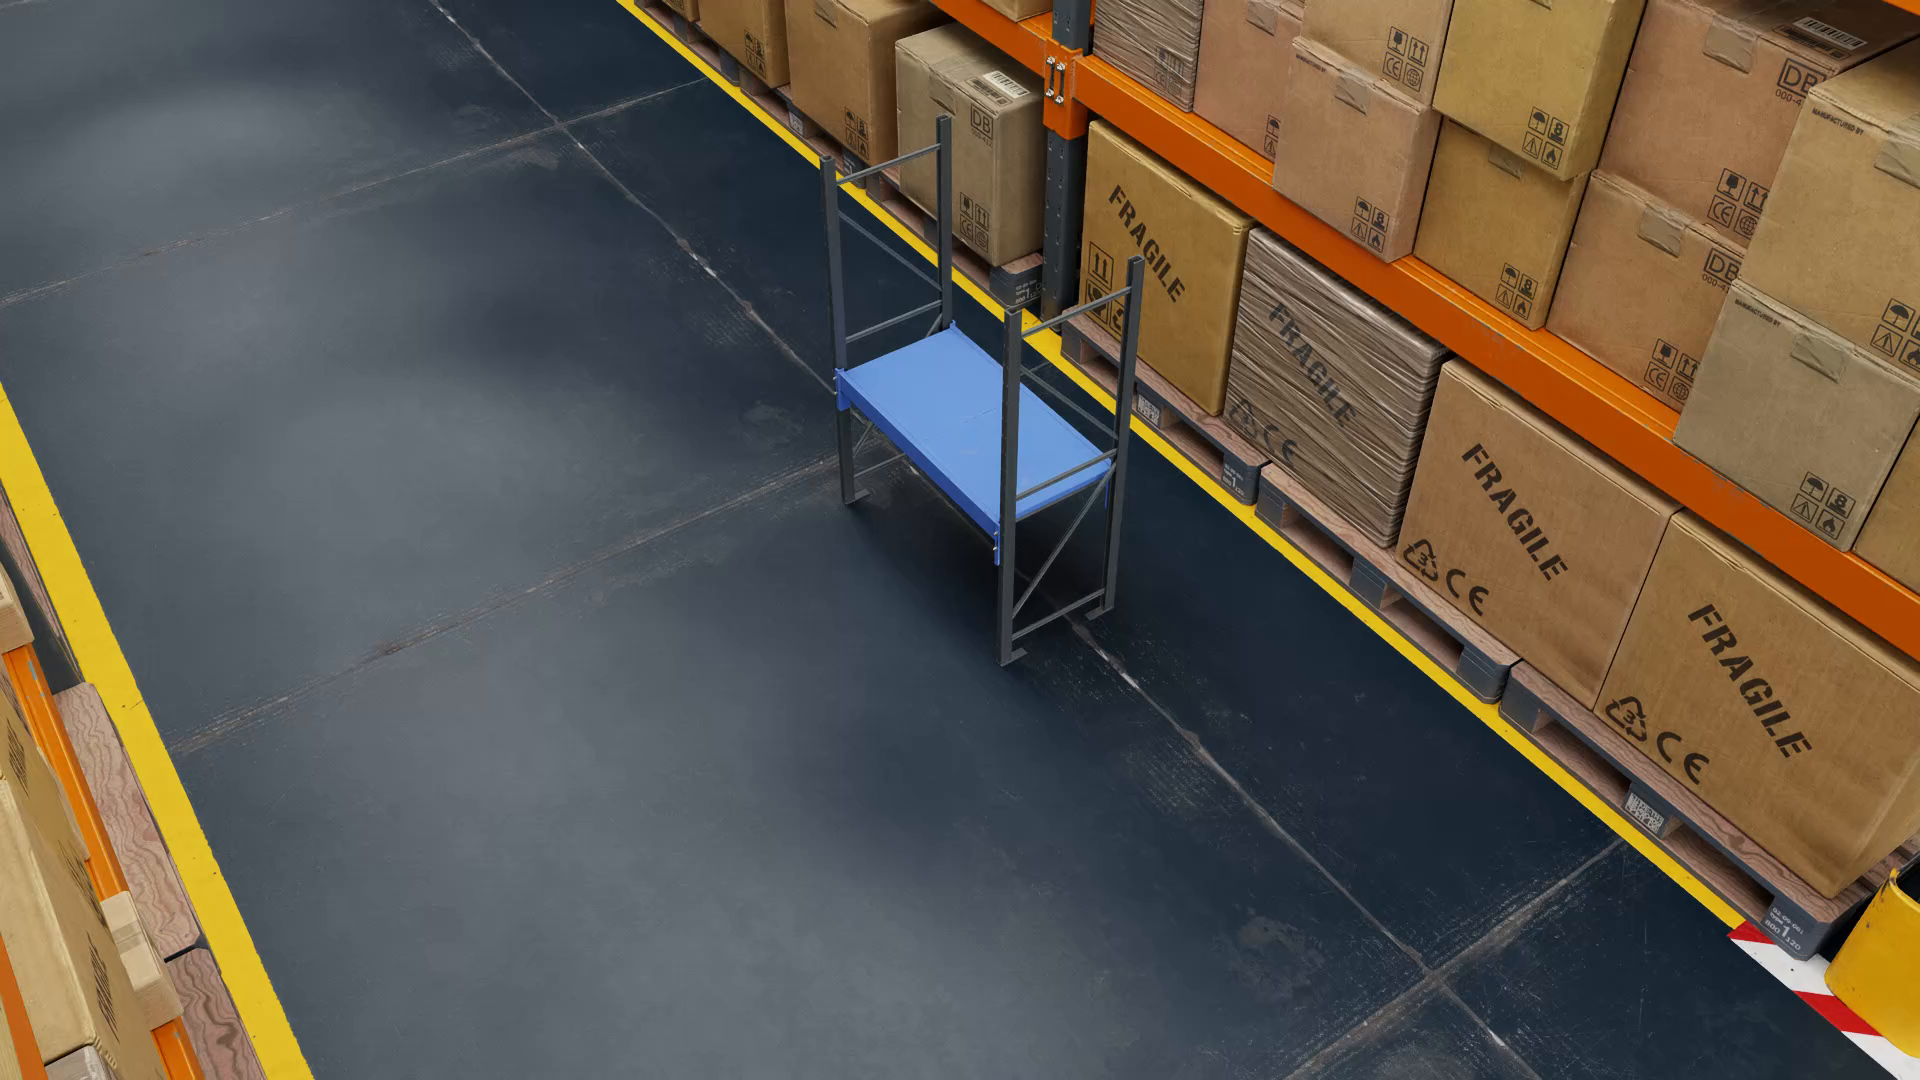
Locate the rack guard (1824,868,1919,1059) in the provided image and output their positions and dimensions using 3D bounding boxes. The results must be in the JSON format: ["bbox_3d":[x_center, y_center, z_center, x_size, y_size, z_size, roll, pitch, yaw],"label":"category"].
[{"bbox_3d":[3.094,0.979,4.862,1.175,0.500,0.348,-26,49,-24],"label":"rack guard"}]

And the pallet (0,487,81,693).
[{"bbox_3d":[-3.781,0.266,5.818,1.003,0.211,1.213,-26,49,-24],"label":"pallet"}]

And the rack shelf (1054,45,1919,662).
[{"bbox_3d":[1.936,-0.811,5.448,1.077,0.370,4.000,-26,49,-24],"label":"rack shelf"}]

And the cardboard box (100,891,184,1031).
[{"bbox_3d":[-1.792,0.911,3.306,0.380,0.149,0.250,-26,49,-24],"label":"cardboard box"}]

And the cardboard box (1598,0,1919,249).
[{"bbox_3d":[2.301,-1.255,4.502,0.875,0.550,0.550,-26,49,-24],"label":"cardboard box"}]

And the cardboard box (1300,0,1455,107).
[{"bbox_3d":[1.581,-1.801,5.073,0.875,0.550,0.550,-26,49,-24],"label":"cardboard box"}]

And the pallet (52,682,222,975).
[{"bbox_3d":[-2.921,1.073,4.973,1.003,0.211,1.213,-26,49,-24],"label":"pallet"}]

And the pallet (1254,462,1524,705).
[{"bbox_3d":[1.865,-0.042,6.141,1.003,0.211,1.213,-26,49,-24],"label":"pallet"}]

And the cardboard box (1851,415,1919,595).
[{"bbox_3d":[2.831,-0.185,4.163,0.875,0.550,0.550,-26,49,-24],"label":"cardboard box"}]

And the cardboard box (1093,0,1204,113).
[{"bbox_3d":[1.013,-2.054,6.121,0.875,0.550,0.550,-26,49,-24],"label":"cardboard box"}]

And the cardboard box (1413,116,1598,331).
[{"bbox_3d":[1.944,-1.139,5.162,0.875,0.550,0.500,-26,49,-24],"label":"cardboard box"}]

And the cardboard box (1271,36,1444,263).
[{"bbox_3d":[1.558,-1.399,5.435,0.875,0.550,0.550,-26,49,-24],"label":"cardboard box"}]

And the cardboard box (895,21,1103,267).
[{"bbox_3d":[0.363,-1.858,7.349,1.050,0.750,0.750,-26,49,-25],"label":"cardboard box"}]

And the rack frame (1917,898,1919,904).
[{"bbox_3d":[3.080,0.061,4.013,1.000,3.000,0.127,-26,49,-24],"label":"rack frame"}]

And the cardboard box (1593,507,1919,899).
[{"bbox_3d":[2.638,0.320,4.977,0.875,0.875,0.875,-25,49,-24],"label":"cardboard box"}]

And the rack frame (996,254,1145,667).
[{"bbox_3d":[0.340,-0.206,5.380,0.500,1.500,0.032,-26,49,-24],"label":"rack frame"}]

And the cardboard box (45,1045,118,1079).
[{"bbox_3d":[-1.137,1.039,1.978,0.500,0.500,0.500,-26,49,-24],"label":"cardboard box"}]

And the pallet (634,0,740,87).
[{"bbox_3d":[-1.107,-2.985,9.224,1.003,0.211,1.213,-26,49,-24],"label":"pallet"}]

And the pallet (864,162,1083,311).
[{"bbox_3d":[0.289,-1.603,7.776,1.003,0.211,1.213,-26,49,-24],"label":"pallet"}]

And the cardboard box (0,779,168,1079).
[{"bbox_3d":[-1.417,0.753,2.277,0.500,0.500,0.500,-26,49,-24],"label":"cardboard box"}]

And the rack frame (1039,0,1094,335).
[{"bbox_3d":[0.792,-2.204,6.387,1.000,3.000,0.127,-26,49,-24],"label":"rack frame"}]

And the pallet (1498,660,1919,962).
[{"bbox_3d":[2.559,0.648,5.418,1.003,0.211,1.213,-26,49,-24],"label":"pallet"}]

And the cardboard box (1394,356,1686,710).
[{"bbox_3d":[2.133,-0.177,5.498,0.875,0.875,0.875,-26,50,-25],"label":"cardboard box"}]

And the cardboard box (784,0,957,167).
[{"bbox_3d":[-0.186,-2.406,7.923,1.050,0.750,0.750,-26,49,-24],"label":"cardboard box"}]

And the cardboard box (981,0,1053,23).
[{"bbox_3d":[0.274,-2.430,6.551,0.500,0.500,0.500,-26,49,-25],"label":"cardboard box"}]

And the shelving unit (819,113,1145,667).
[{"bbox_3d":[0.049,-0.494,5.682,0.538,1.500,1.048,-26,49,-24],"label":"shelving unit"}]

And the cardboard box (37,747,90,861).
[{"bbox_3d":[-2.124,0.650,3.579,0.380,0.149,0.250,-26,49,-24],"label":"cardboard box"}]

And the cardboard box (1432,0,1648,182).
[{"bbox_3d":[1.891,-1.504,4.762,0.875,0.550,0.500,-26,49,-24],"label":"cardboard box"}]

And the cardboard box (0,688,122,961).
[{"bbox_3d":[-1.704,0.470,2.573,0.500,0.500,0.500,-26,49,-24],"label":"cardboard box"}]

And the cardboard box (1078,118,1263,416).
[{"bbox_3d":[1.094,-1.204,6.573,0.875,0.875,0.875,-25,49,-24],"label":"cardboard box"}]

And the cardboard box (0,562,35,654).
[{"bbox_3d":[-2.506,0.203,4.047,0.380,0.149,0.250,-26,49,-24],"label":"cardboard box"}]

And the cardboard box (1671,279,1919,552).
[{"bbox_3d":[2.498,-0.488,4.480,0.875,0.550,0.550,-26,49,-24],"label":"cardboard box"}]

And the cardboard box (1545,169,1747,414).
[{"bbox_3d":[2.281,-0.855,4.865,0.875,0.550,0.550,-26,49,-24],"label":"cardboard box"}]

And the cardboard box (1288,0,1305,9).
[{"bbox_3d":[1.385,-2.161,5.451,0.875,0.550,0.550,-26,49,-24],"label":"cardboard box"}]

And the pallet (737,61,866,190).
[{"bbox_3d":[-0.413,-2.294,8.500,1.003,0.211,1.213,-26,49,-24],"label":"pallet"}]

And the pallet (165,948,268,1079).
[{"bbox_3d":[-2.219,1.765,4.249,1.003,0.211,1.213,-26,49,-24],"label":"pallet"}]

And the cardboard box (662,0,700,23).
[{"bbox_3d":[-1.222,-3.427,8.993,1.050,0.750,0.750,-26,50,-25],"label":"cardboard box"}]

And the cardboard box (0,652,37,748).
[{"bbox_3d":[-1.995,0.190,2.867,0.500,0.500,0.500,-26,49,-24],"label":"cardboard box"}]

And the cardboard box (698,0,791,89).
[{"bbox_3d":[-0.719,-2.933,8.476,1.050,0.750,0.750,-25,49,-24],"label":"cardboard box"}]

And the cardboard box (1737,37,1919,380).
[{"bbox_3d":[2.510,-0.884,4.113,0.875,0.550,0.550,-26,49,-24],"label":"cardboard box"}]

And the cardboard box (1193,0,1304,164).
[{"bbox_3d":[1.346,-1.752,5.804,0.875,0.550,0.550,-26,49,-24],"label":"cardboard box"}]

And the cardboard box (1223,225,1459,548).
[{"bbox_3d":[1.613,-0.695,6.040,0.875,0.875,0.875,-25,49,-24],"label":"cardboard box"}]

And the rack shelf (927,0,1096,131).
[{"bbox_3d":[-0.352,-3.077,7.821,1.077,0.370,4.000,-26,49,-24],"label":"rack shelf"}]

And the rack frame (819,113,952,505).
[{"bbox_3d":[-0.242,-0.782,5.983,0.500,1.500,0.032,-26,49,-24],"label":"rack frame"}]

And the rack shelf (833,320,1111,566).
[{"bbox_3d":[0.049,-0.364,5.806,0.538,0.185,1.000,-26,49,-24],"label":"rack shelf"}]

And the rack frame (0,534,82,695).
[{"bbox_3d":[-3.334,-0.302,4.394,1.000,3.000,0.127,-26,49,-24],"label":"rack frame"}]

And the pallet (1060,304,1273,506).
[{"bbox_3d":[1.163,-0.734,6.866,1.003,0.211,1.213,-26,49,-24],"label":"pallet"}]
